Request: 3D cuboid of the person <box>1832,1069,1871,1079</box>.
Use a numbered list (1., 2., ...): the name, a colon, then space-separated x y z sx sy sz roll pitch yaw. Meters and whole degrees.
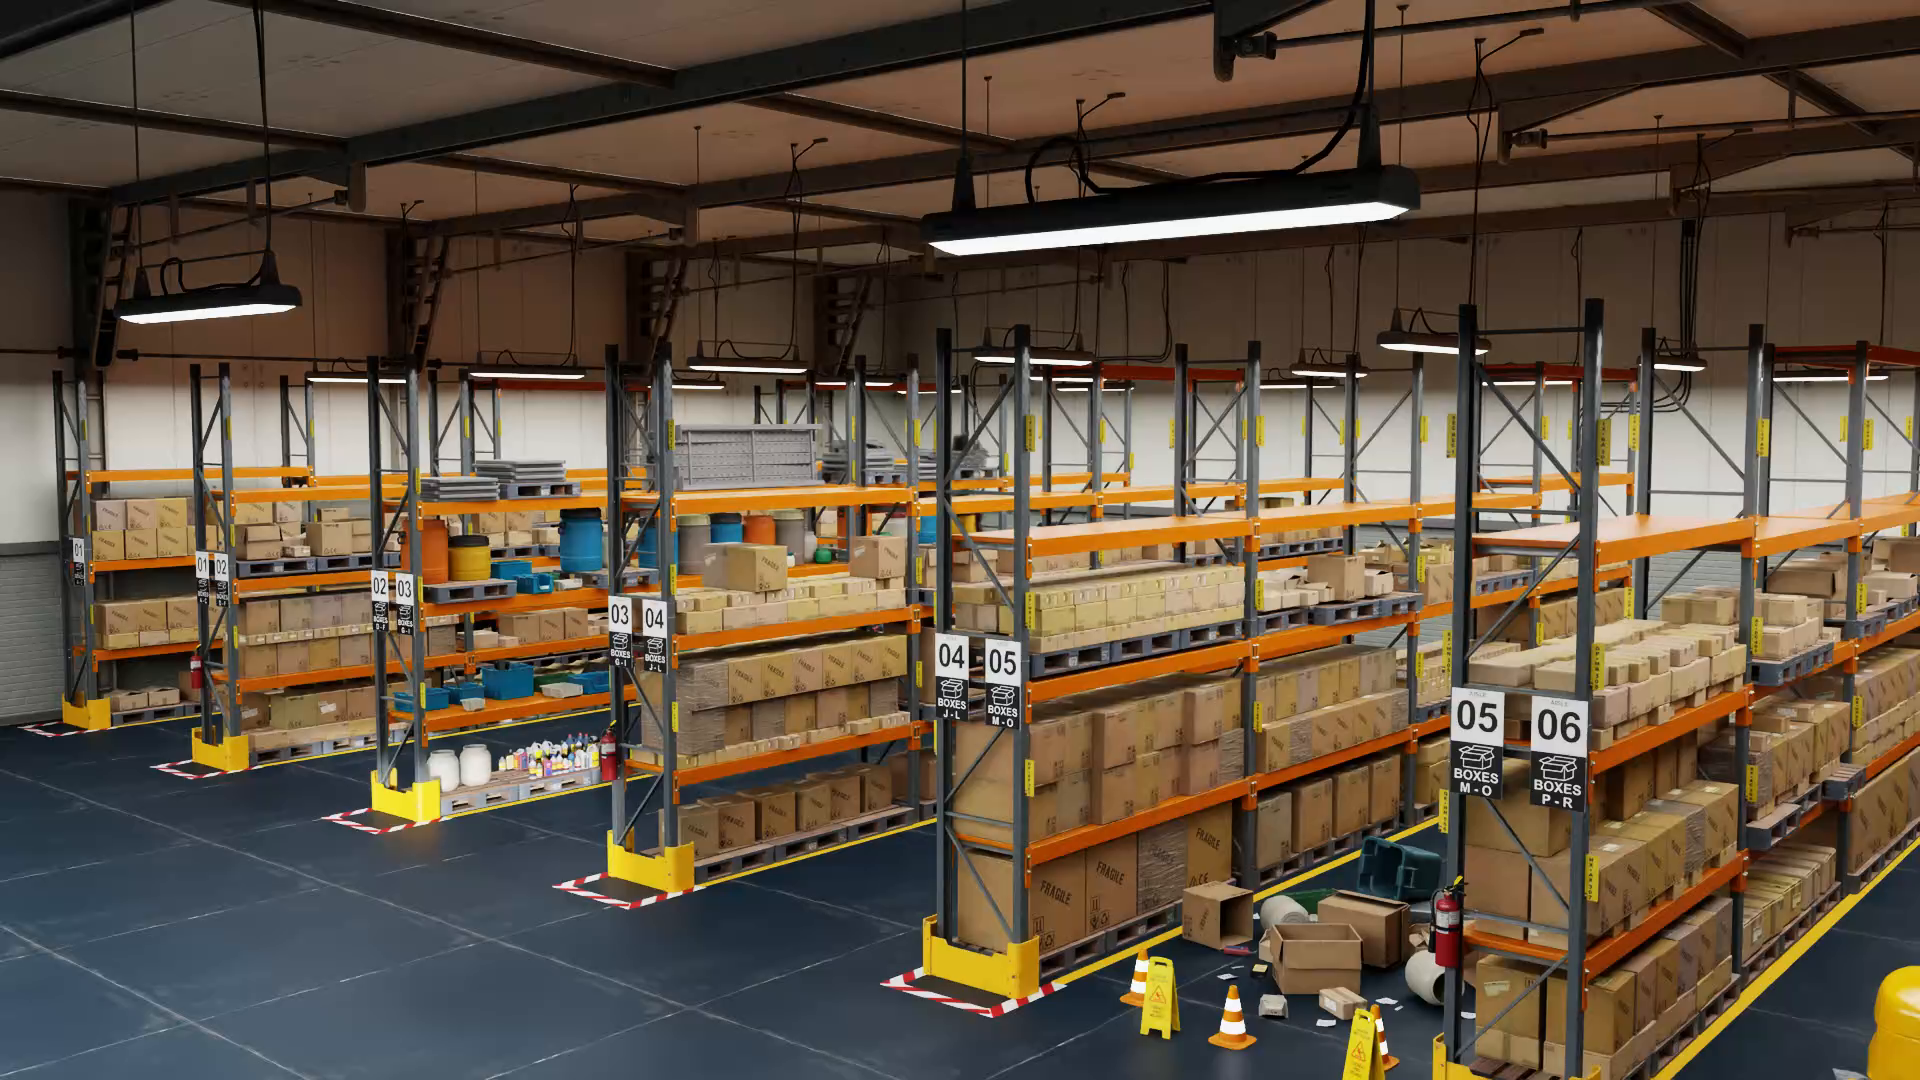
1. person: 4.841 3.653 9.124 0.685 1.692 0.789 -4 6 -44
